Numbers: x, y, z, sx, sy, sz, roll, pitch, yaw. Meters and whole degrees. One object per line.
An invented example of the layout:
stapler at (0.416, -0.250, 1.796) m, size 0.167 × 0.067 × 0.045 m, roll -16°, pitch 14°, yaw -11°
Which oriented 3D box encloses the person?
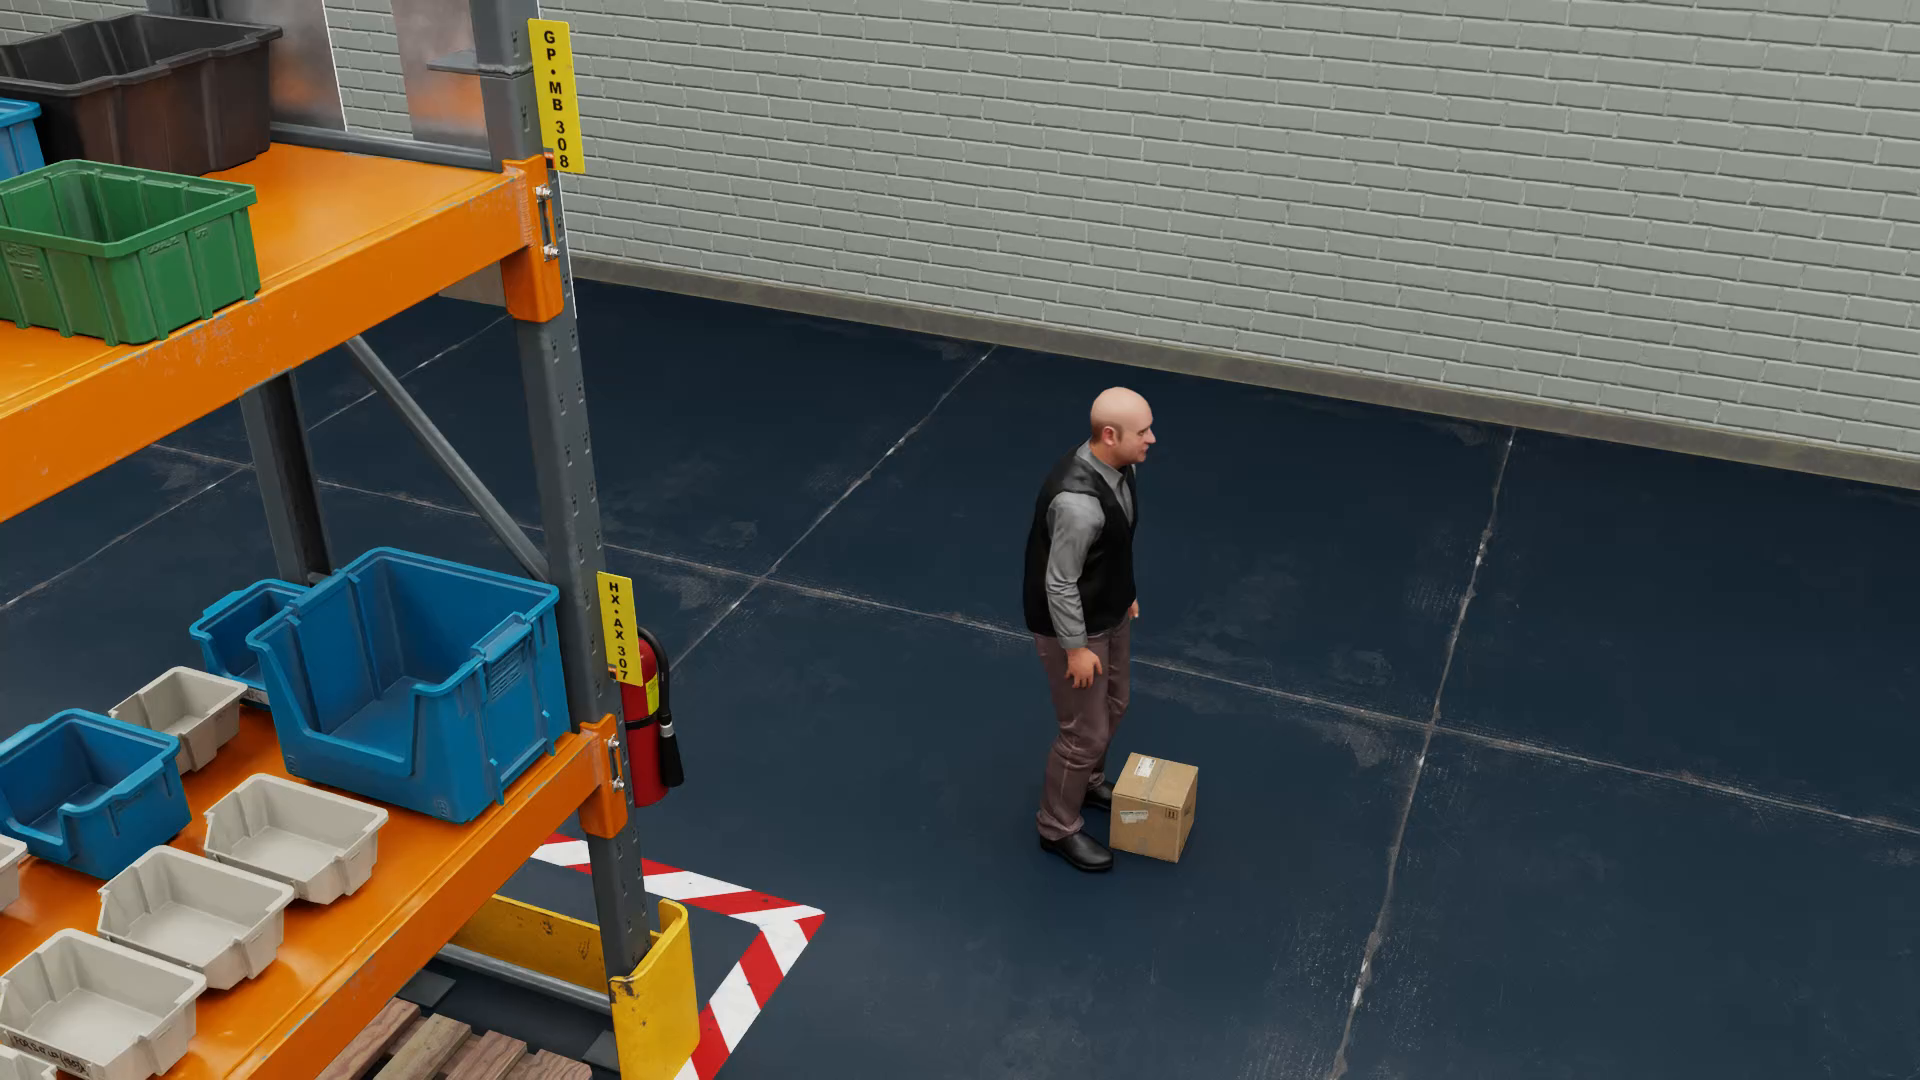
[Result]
person at (0.431, 0.270, 5.673) m, size 0.417 × 1.721 × 0.580 m, roll 12°, pitch 31°, yaw 19°
